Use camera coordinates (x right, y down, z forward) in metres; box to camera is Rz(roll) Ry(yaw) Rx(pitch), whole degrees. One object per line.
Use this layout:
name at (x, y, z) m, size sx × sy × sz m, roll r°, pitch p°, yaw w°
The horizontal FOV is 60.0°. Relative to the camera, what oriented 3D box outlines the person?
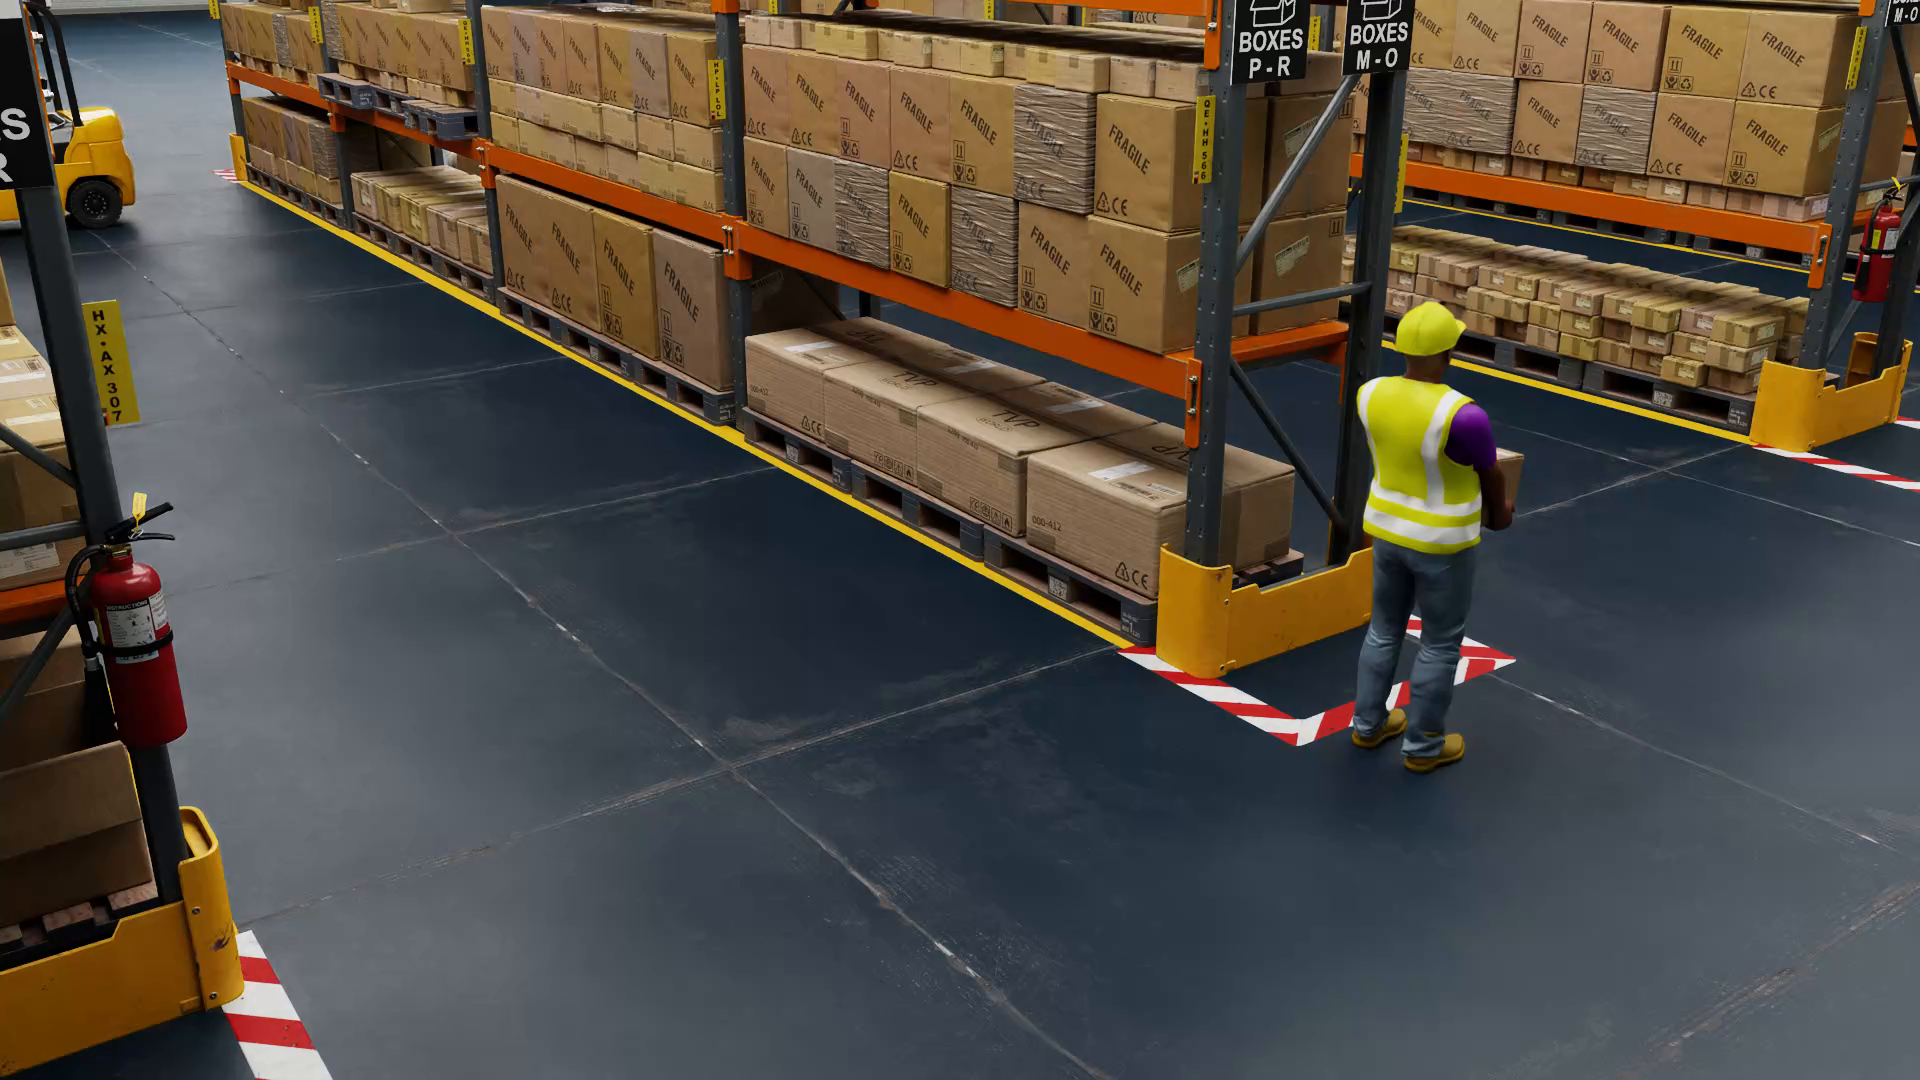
person at (1.749, -0.033, 6.143) m, size 0.577 × 1.761 × 0.502 m, roll -17°, pitch 27°, yaw -37°
